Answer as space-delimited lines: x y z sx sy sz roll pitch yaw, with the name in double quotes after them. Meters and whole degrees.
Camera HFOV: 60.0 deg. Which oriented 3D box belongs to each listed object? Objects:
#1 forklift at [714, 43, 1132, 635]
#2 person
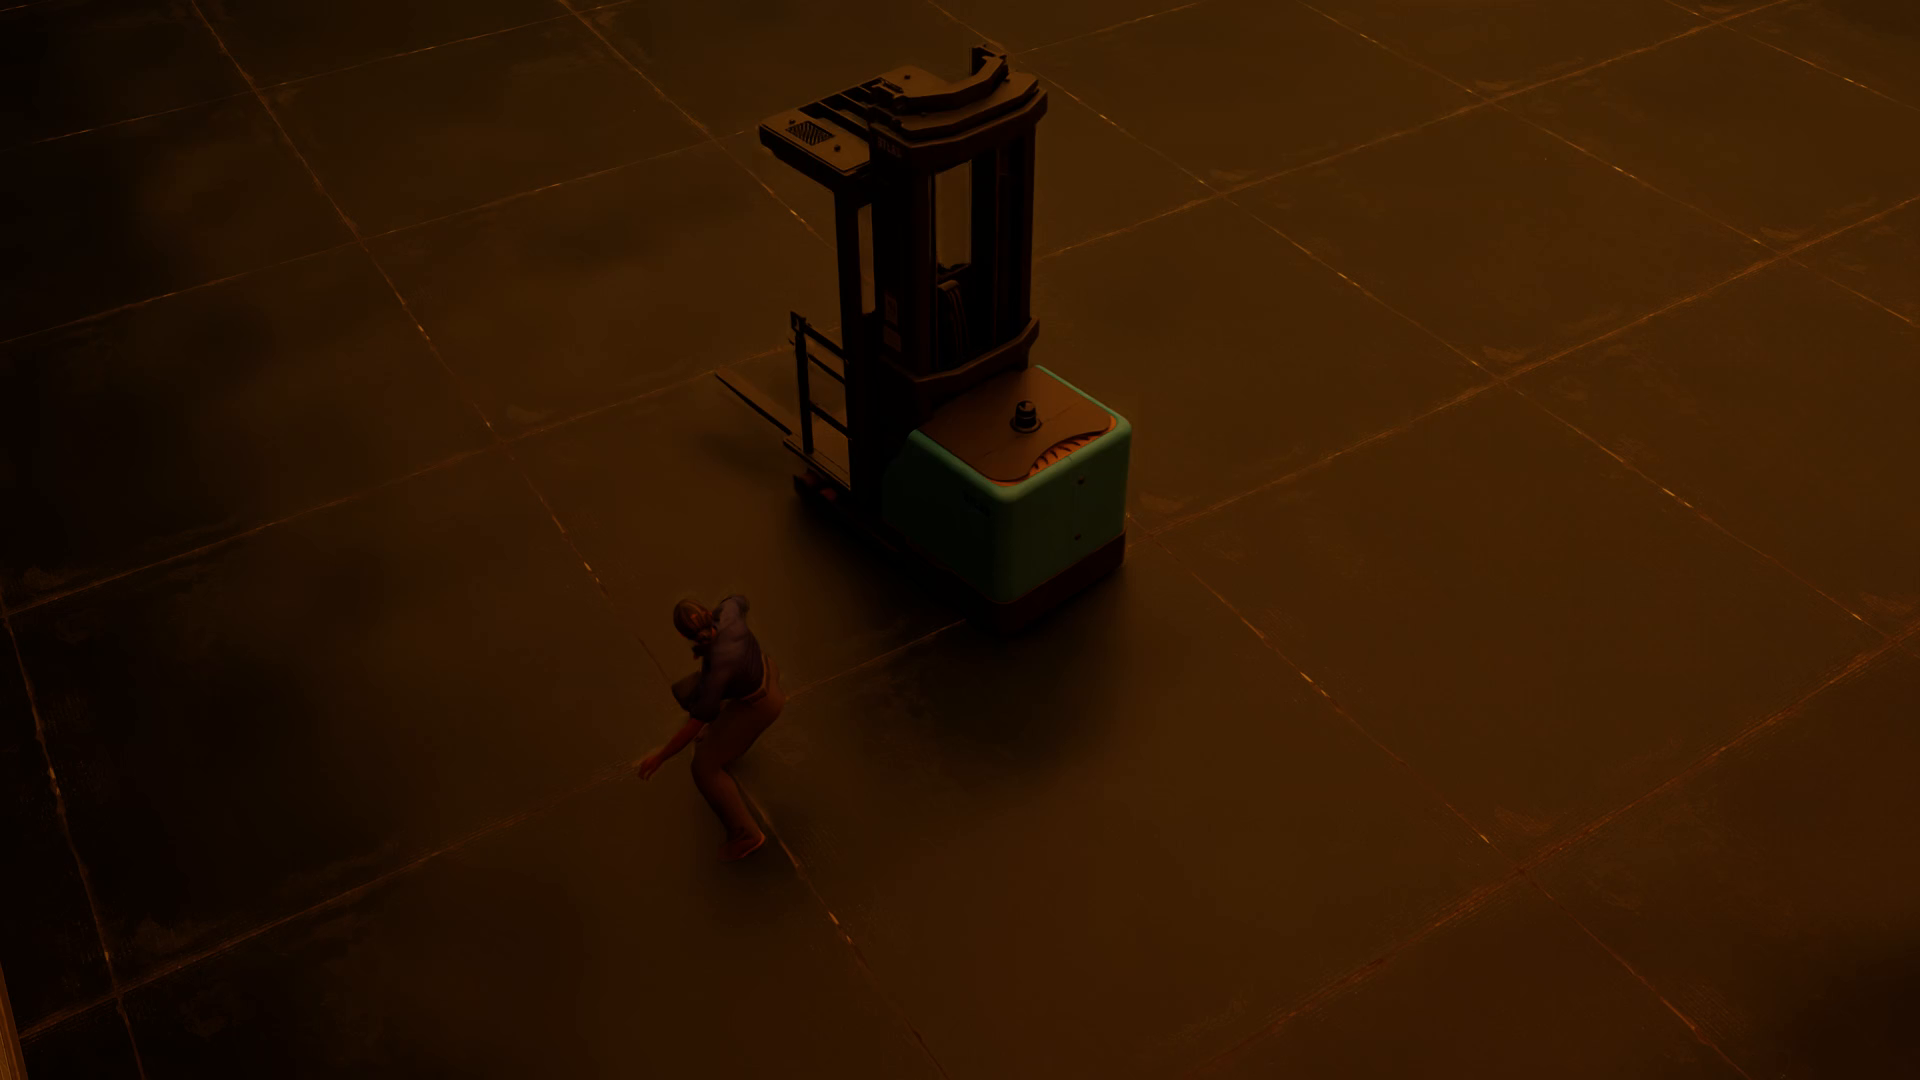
-0.379 -1.460 9.541 1.130 2.935 3.031 -30 49 -30 "forklift"
-1.223 0.822 8.141 0.716 1.443 0.855 -4 41 -5 "person"
